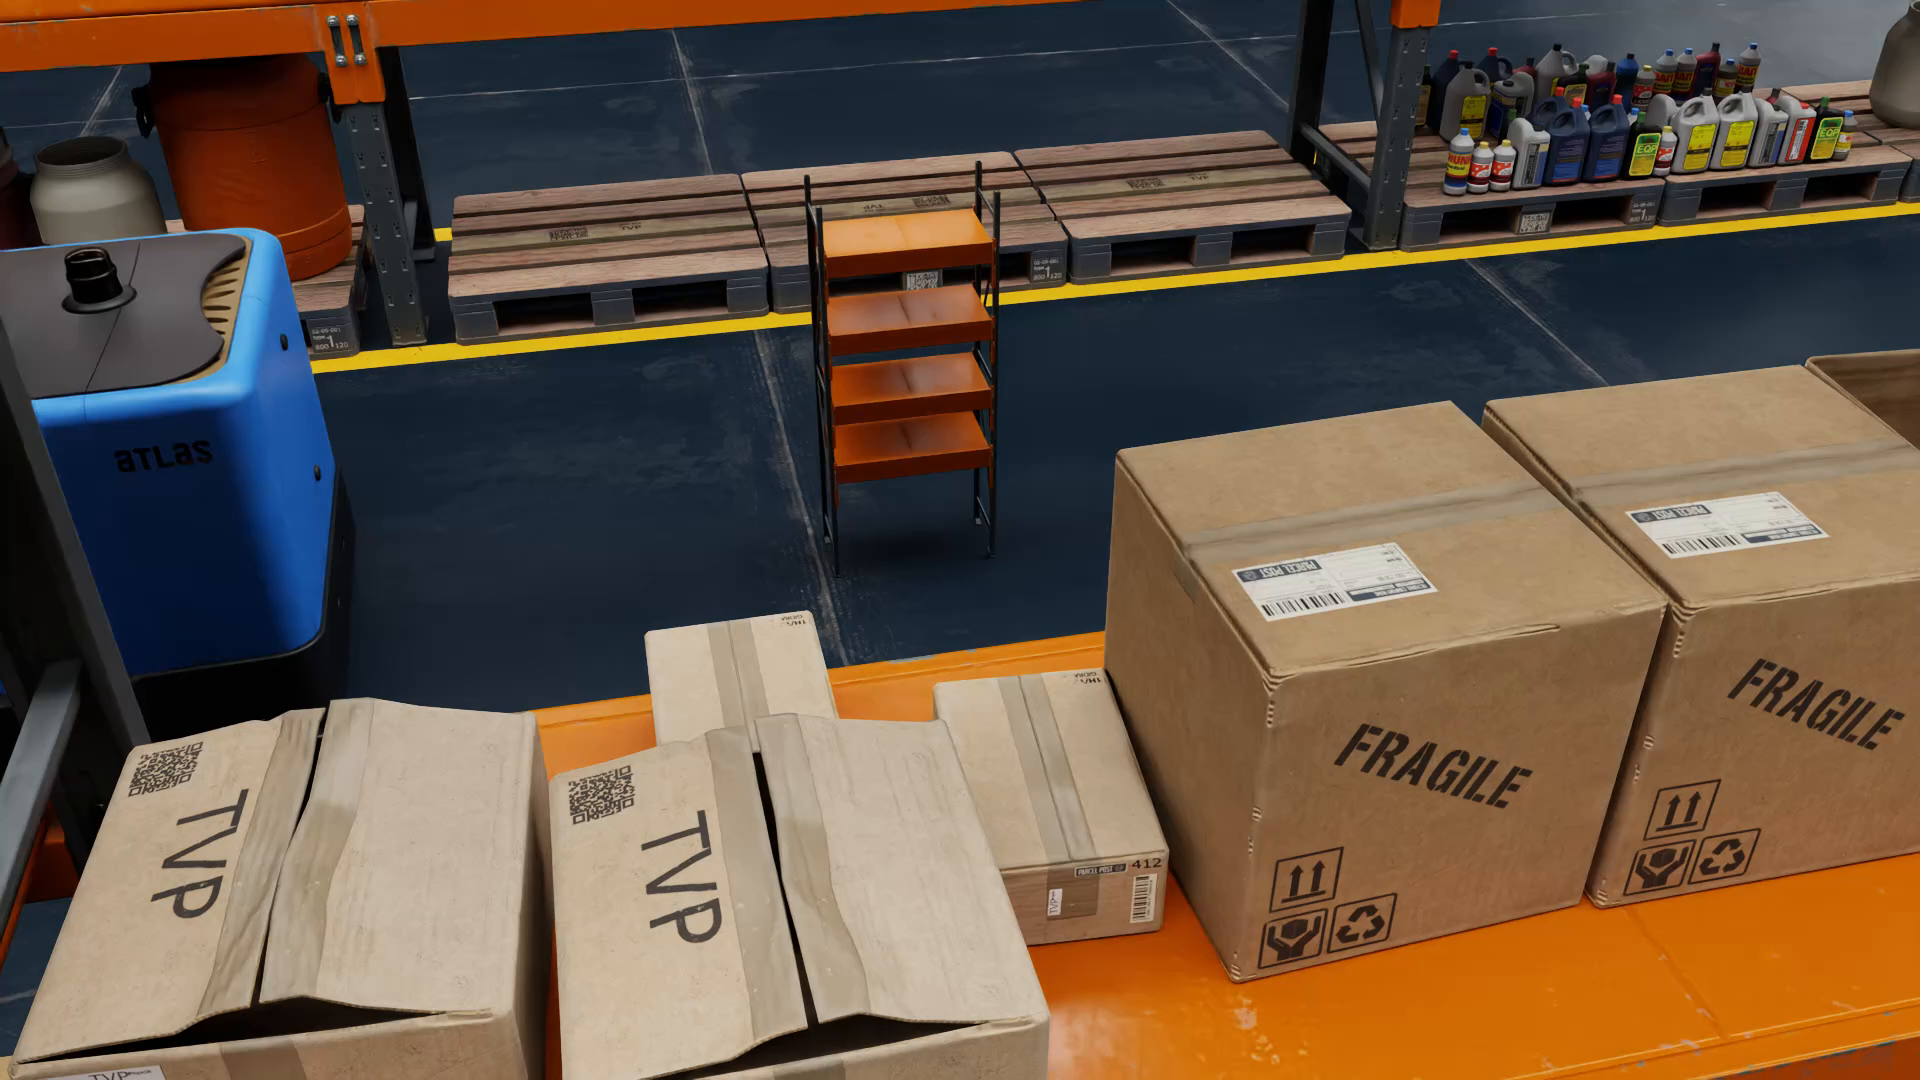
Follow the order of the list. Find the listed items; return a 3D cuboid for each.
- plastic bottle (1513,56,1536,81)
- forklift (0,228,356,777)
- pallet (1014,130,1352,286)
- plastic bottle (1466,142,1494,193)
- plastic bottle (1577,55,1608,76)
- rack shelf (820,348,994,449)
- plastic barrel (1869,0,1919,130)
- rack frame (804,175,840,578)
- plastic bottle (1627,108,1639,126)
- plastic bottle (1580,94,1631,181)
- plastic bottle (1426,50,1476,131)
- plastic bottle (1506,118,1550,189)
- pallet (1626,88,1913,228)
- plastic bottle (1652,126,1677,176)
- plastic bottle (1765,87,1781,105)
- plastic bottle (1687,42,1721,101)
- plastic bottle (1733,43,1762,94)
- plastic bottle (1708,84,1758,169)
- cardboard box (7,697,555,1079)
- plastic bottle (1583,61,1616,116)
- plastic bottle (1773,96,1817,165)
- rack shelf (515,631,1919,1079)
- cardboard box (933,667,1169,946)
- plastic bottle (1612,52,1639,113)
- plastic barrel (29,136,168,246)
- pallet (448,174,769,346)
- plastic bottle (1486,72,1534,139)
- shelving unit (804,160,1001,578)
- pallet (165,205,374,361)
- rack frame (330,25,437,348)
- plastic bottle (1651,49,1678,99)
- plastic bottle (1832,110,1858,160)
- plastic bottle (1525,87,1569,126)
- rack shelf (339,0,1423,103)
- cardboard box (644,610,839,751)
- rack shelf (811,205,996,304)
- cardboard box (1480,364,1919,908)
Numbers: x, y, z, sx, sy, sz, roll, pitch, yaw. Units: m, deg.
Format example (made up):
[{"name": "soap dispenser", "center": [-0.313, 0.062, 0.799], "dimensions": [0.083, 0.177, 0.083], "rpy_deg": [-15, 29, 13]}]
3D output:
[{"name": "plastic bottle", "center": [2.594, -2.104, 7.736], "dimensions": [0.133, 0.283, 0.061], "rpy_deg": [-5, 34, -7]}, {"name": "forklift", "center": [-3.234, -0.744, 3.728], "dimensions": [3.031, 2.935, 1.130], "rpy_deg": [-8, 35, -12]}, {"name": "pallet", "center": [0.935, -1.471, 7.253], "dimensions": [1.213, 0.211, 1.003], "rpy_deg": [-7, 35, -11]}, {"name": "plastic bottle", "center": [2.199, -1.581, 7.030], "dimensions": [0.097, 0.201, 0.097], "rpy_deg": [0, 34, 0]}, {"name": "plastic bottle", "center": [2.919, -2.115, 7.760], "dimensions": [0.135, 0.276, 0.152], "rpy_deg": [-7, 34, -10]}, {"name": "rack shelf", "center": [-0.161, -0.422, 4.923], "dimensions": [0.480, 0.148, 0.258], "rpy_deg": [-7, 35, -11]}, {"name": "plastic barrel", "center": [4.480, -2.196, 7.686], "dimensions": [0.421, 0.512, 0.421], "rpy_deg": [0, 34, 0]}, {"name": "rack frame", "center": [-0.399, -0.448, 4.841], "dimensions": [0.015, 1.200, 0.240], "rpy_deg": [-7, 35, -11]}, {"name": "plastic bottle", "center": [2.891, -1.732, 7.192], "dimensions": [0.097, 0.271, 0.097], "rpy_deg": [0, 34, 0]}, {"name": "plastic bottle", "center": [2.756, -1.726, 7.113], "dimensions": [0.185, 0.351, 0.144], "rpy_deg": [-9, 35, -13]}, {"name": "plastic bottle", "center": [2.257, -2.065, 7.618], "dimensions": [0.185, 0.351, 0.144], "rpy_deg": [-8, 35, -12]}, {"name": "plastic bottle", "center": [2.409, -1.654, 7.072], "dimensions": [0.135, 0.276, 0.152], "rpy_deg": [-6, 34, -9]}, {"name": "pallet", "center": [3.549, -1.801, 7.744], "dimensions": [1.213, 0.211, 1.003], "rpy_deg": [-7, 35, -11]}, {"name": "plastic bottle", "center": [3.037, -1.686, 7.188], "dimensions": [0.097, 0.201, 0.097], "rpy_deg": [0, 34, 0]}, {"name": "plastic bottle", "center": [3.624, -1.871, 7.389], "dimensions": [0.133, 0.283, 0.061], "rpy_deg": [-7, 35, -11]}, {"name": "plastic bottle", "center": [3.532, -2.222, 7.912], "dimensions": [0.133, 0.283, 0.061], "rpy_deg": [-7, 34, -10]}, {"name": "plastic bottle", "center": [3.757, -2.235, 7.942], "dimensions": [0.097, 0.271, 0.097], "rpy_deg": [0, 34, 0]}, {"name": "plastic bottle", "center": [3.352, -1.801, 7.225], "dimensions": [0.185, 0.351, 0.144], "rpy_deg": [-6, 34, -9]}, {"name": "cardboard box", "center": [-0.755, 0.454, 1.962], "dimensions": [0.500, 0.311, 0.500], "rpy_deg": [-5, 34, -8]}, {"name": "plastic bottle", "center": [2.943, -2.061, 7.672], "dimensions": [0.133, 0.283, 0.061], "rpy_deg": [-7, 35, -11]}, {"name": "plastic bottle", "center": [3.648, -1.810, 7.305], "dimensions": [0.135, 0.276, 0.152], "rpy_deg": [-7, 34, -10]}, {"name": "rack shelf", "center": [0.831, 0.490, 2.473], "dimensions": [4.000, 0.370, 1.077], "rpy_deg": [-7, 35, -11]}, {"name": "cardboard box", "center": [0.112, 0.354, 2.255], "dimensions": [0.250, 0.149, 0.380], "rpy_deg": [-5, 34, -7]}, {"name": "plastic bottle", "center": [3.127, -2.155, 7.824], "dimensions": [0.097, 0.271, 0.097], "rpy_deg": [0, 34, 0]}, {"name": "plastic barrel", "center": [-3.213, -1.209, 6.215], "dimensions": [0.421, 0.512, 0.421], "rpy_deg": [0, 34, 0]}, {"name": "pallet", "center": [-1.445, -1.171, 6.806], "dimensions": [1.213, 0.211, 1.003], "rpy_deg": [-7, 35, -11]}, {"name": "plastic bottle", "center": [2.502, -1.980, 7.559], "dimensions": [0.135, 0.276, 0.152], "rpy_deg": [-7, 35, -11]}, {"name": "shelving unit", "center": [-0.161, -0.478, 4.885], "dimensions": [0.503, 1.200, 0.258], "rpy_deg": [-7, 35, -11]}, {"name": "pallet", "center": [-2.969, -0.978, 6.517], "dimensions": [1.213, 0.211, 1.003], "rpy_deg": [-7, 35, -11]}, {"name": "rack frame", "center": [-2.209, -2.255, 5.918], "dimensions": [0.127, 3.000, 1.000], "rpy_deg": [-7, 35, -11]}, {"name": "plastic bottle", "center": [3.325, -2.180, 7.861], "dimensions": [0.097, 0.271, 0.097], "rpy_deg": [0, 34, 0]}, {"name": "plastic bottle", "center": [3.899, -1.795, 7.350], "dimensions": [0.097, 0.201, 0.097], "rpy_deg": [0, 34, 0]}, {"name": "plastic bottle", "center": [2.540, -1.782, 7.195], "dimensions": [0.185, 0.351, 0.144], "rpy_deg": [-7, 35, -11]}, {"name": "rack shelf", "center": [-0.258, -2.202, 6.485], "dimensions": [4.000, 0.370, 1.077], "rpy_deg": [-7, 35, -11]}, {"name": "cardboard box", "center": [-0.303, 0.281, 2.365], "dimensions": [0.250, 0.149, 0.380], "rpy_deg": [-7, 35, -11]}, {"name": "rack shelf", "center": [-0.161, -0.804, 4.666], "dimensions": [0.480, 0.148, 0.258], "rpy_deg": [-7, 35, -11]}, {"name": "cardboard box", "center": [1.027, 0.116, 2.295], "dimensions": [0.500, 0.500, 0.500], "rpy_deg": [-7, 35, -10]}]
